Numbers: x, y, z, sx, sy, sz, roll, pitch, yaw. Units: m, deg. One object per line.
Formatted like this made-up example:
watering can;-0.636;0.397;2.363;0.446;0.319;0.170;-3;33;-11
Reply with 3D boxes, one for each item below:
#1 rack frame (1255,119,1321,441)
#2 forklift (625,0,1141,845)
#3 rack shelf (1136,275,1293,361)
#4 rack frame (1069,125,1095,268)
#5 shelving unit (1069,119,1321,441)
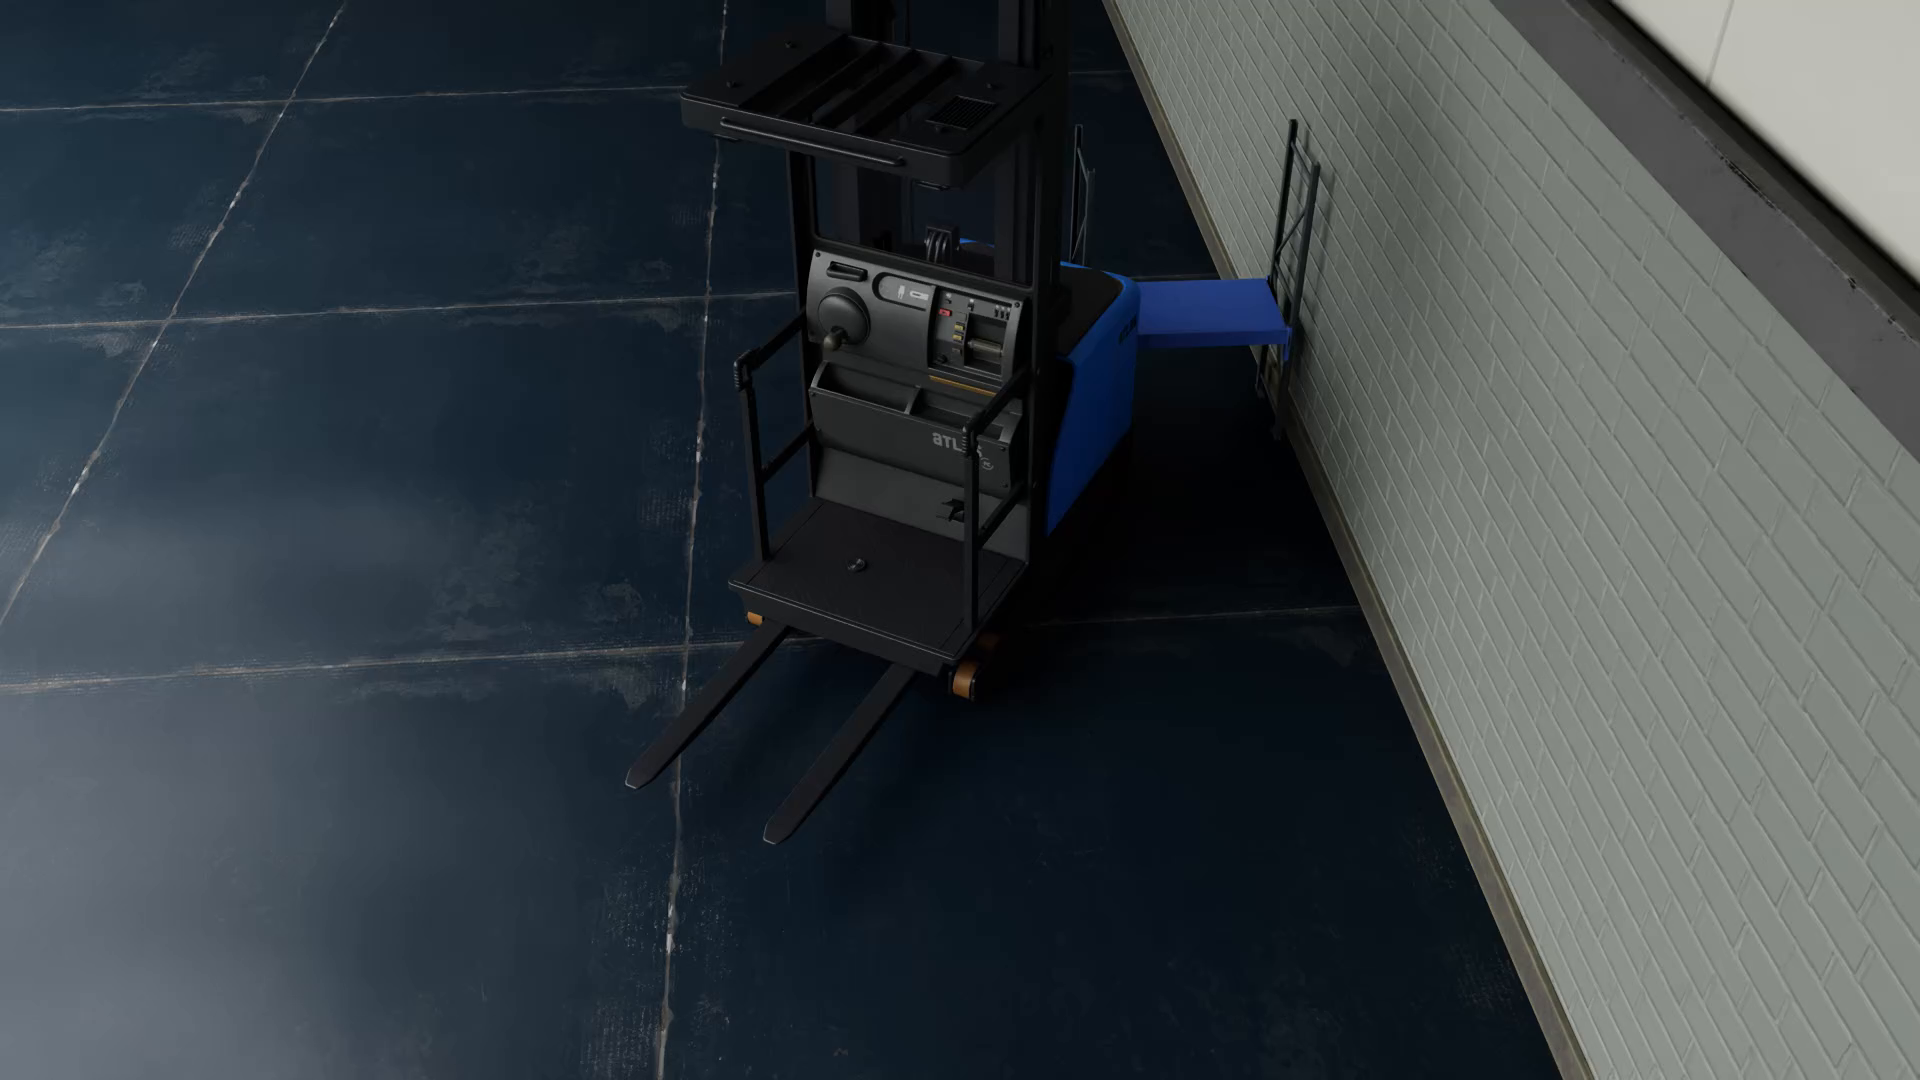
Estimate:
rack frame;1.587;-1.244;8.115;0.032;1.500;0.500;-2;38;-3
forklift;-0.280;-0.806;6.406;1.130;2.935;3.031;17;41;21
rack shelf;1.080;-1.083;8.202;1.000;0.185;0.538;-2;38;-3
rack frame;0.573;-1.204;8.065;0.032;1.500;0.500;-2;38;-3
shelving unit;1.080;-1.224;8.090;1.048;1.500;0.538;-2;38;-3
